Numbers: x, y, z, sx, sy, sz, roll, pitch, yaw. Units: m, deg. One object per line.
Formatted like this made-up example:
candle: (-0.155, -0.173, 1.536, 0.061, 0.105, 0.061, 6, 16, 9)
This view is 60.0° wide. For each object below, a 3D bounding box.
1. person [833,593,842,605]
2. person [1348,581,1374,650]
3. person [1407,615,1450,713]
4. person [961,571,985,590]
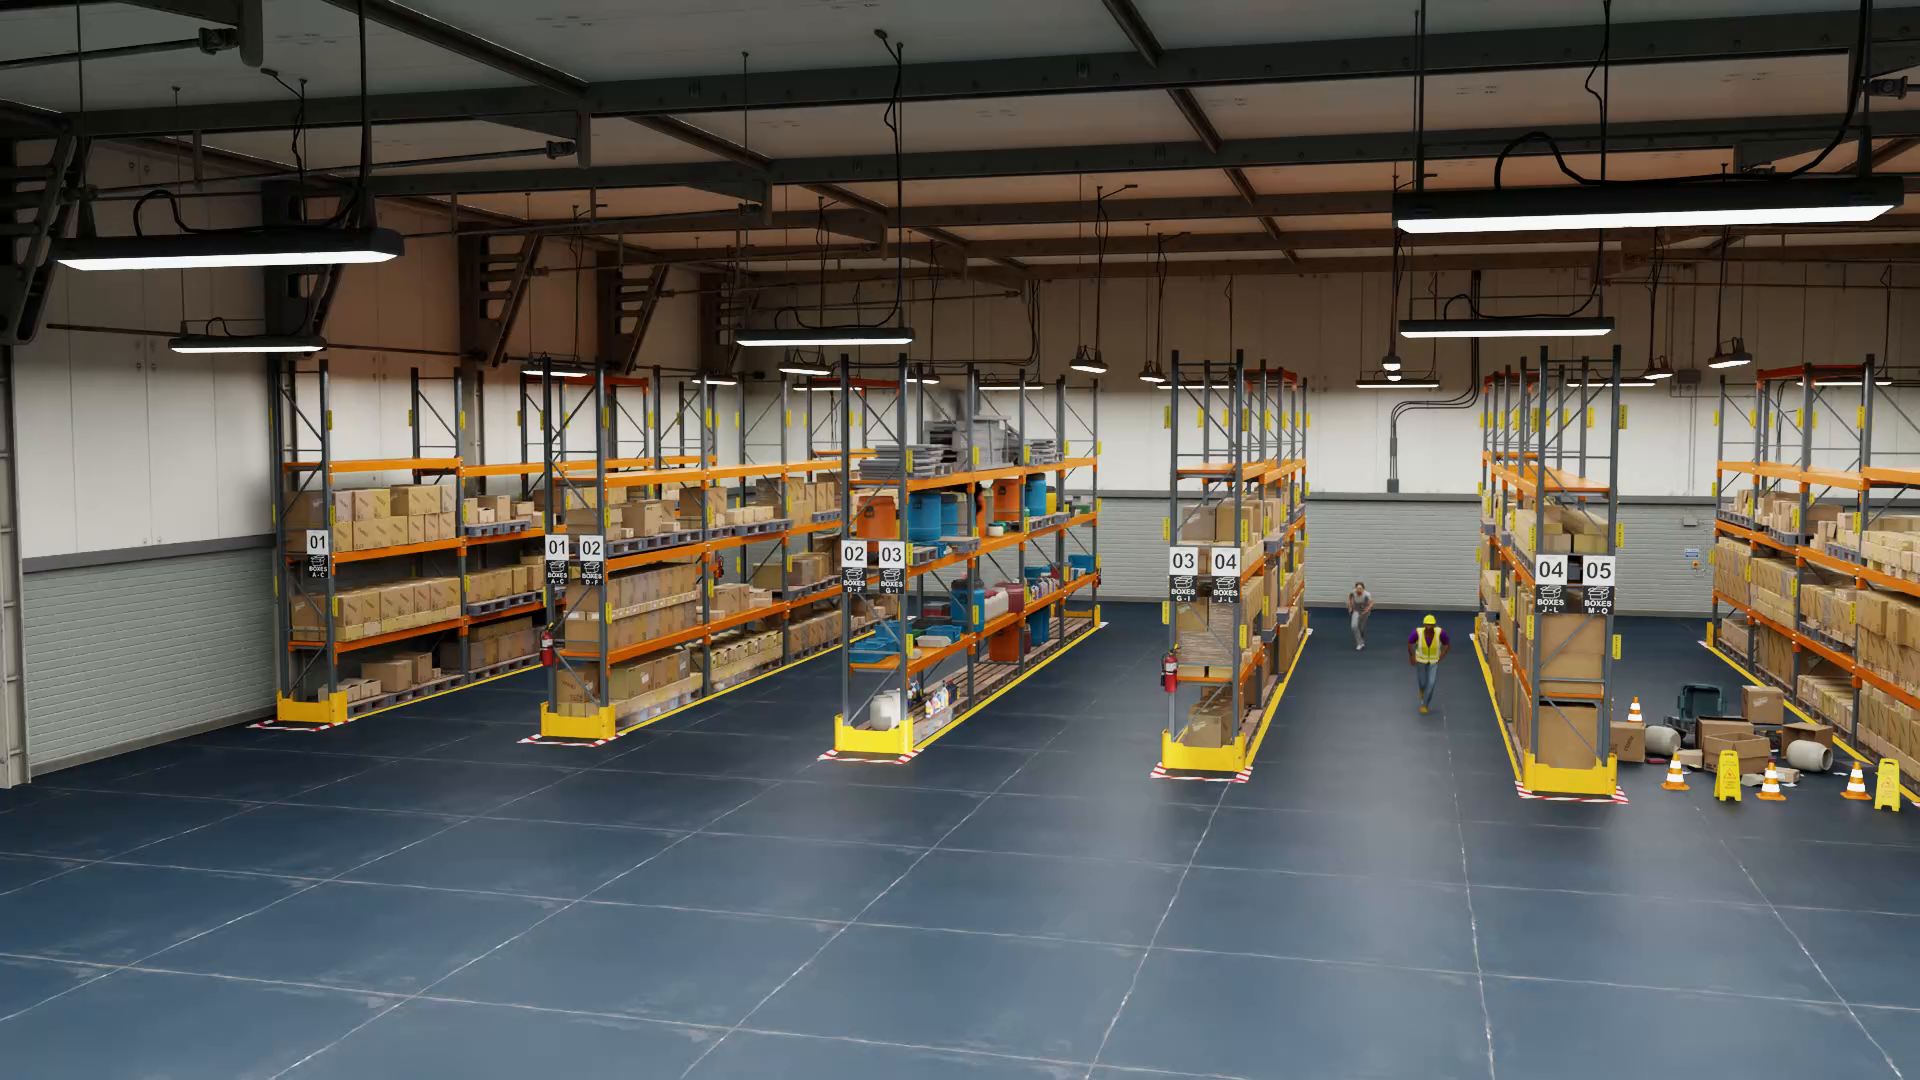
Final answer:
person: (-3.057, 1.010, 43.860, 0.785, 1.759, 0.561, 3, 5, 33)
person: (8.861, 1.635, 36.664, 0.568, 1.527, 1.007, 2, 4, 24)
person: (8.077, 2.117, 28.694, 0.700, 1.700, 0.908, 1, 4, 9)
person: (0.162, 1.505, 36.634, 0.687, 1.670, 0.775, 2, 4, 21)
